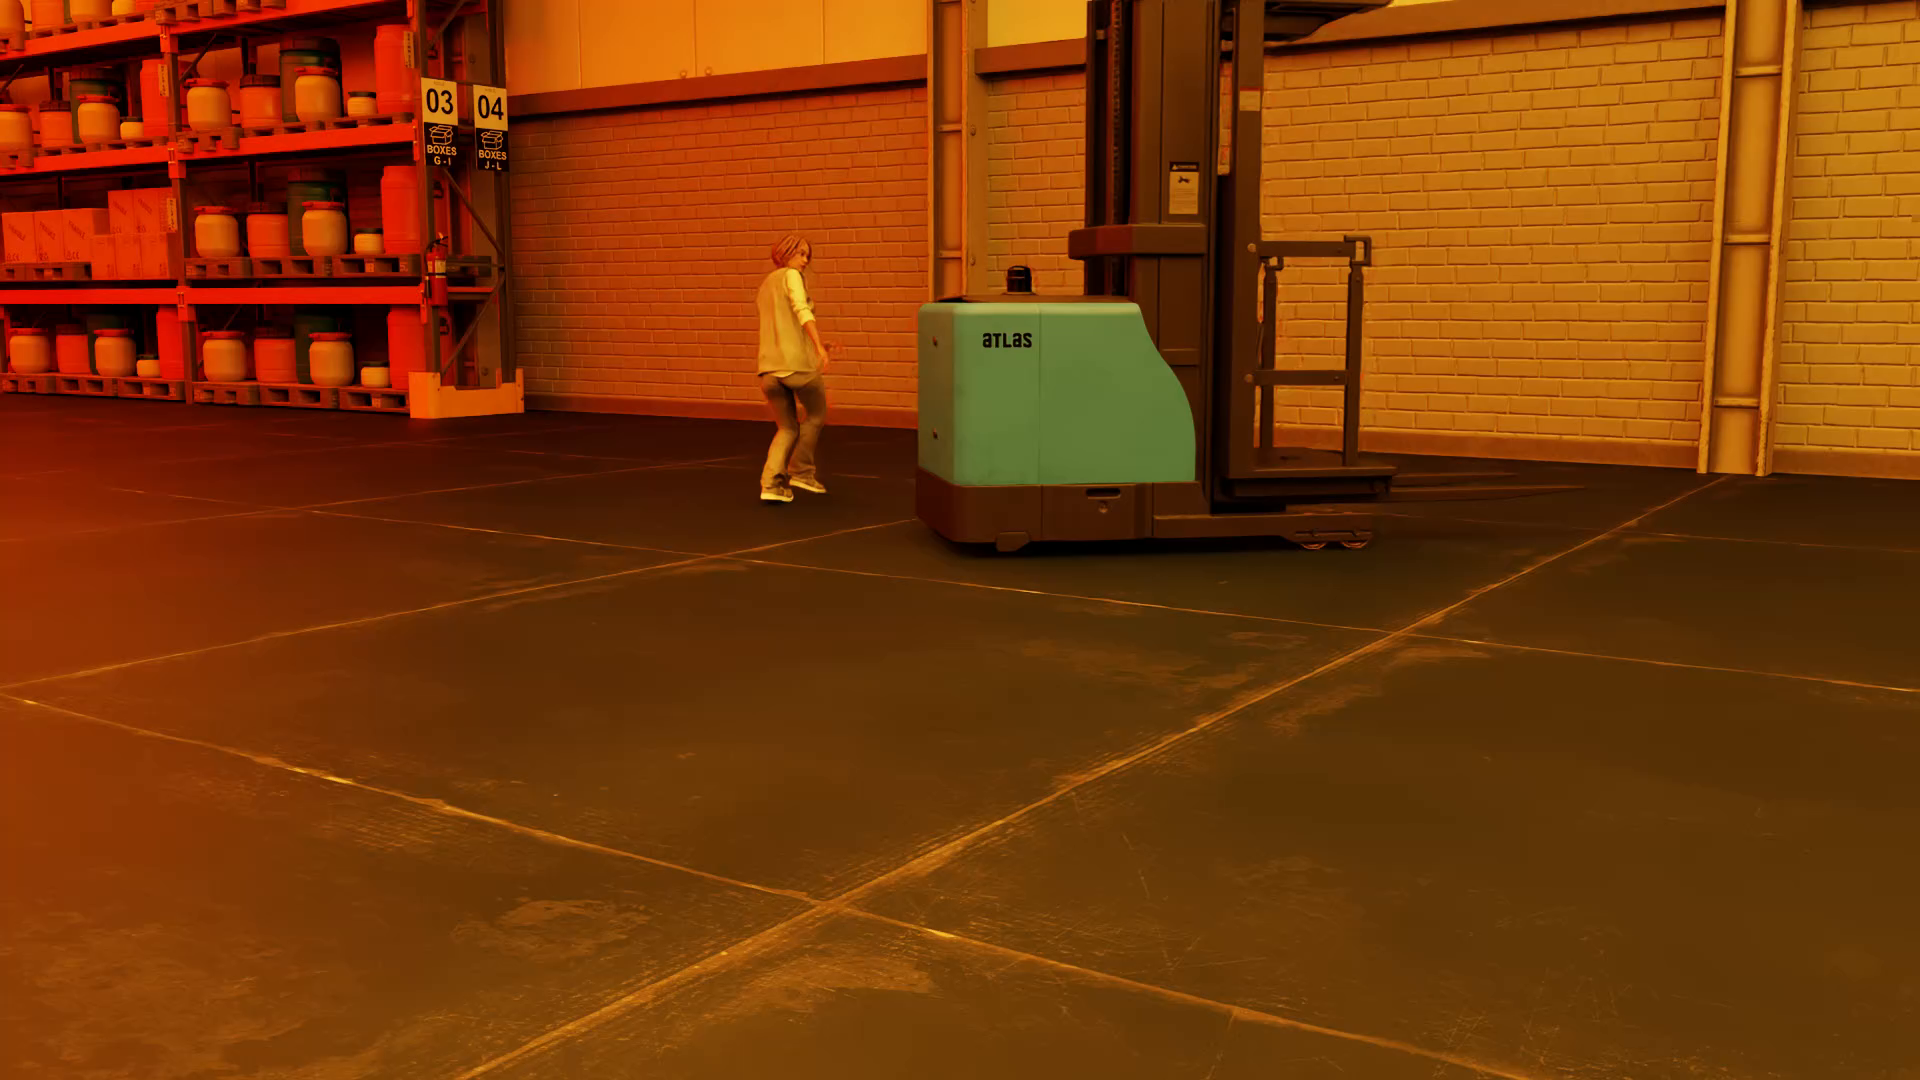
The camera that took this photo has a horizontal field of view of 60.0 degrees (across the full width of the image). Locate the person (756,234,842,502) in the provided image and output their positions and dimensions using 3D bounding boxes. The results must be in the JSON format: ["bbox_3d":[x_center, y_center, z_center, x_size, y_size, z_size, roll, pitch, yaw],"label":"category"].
[{"bbox_3d":[-0.819,-0.938,9.087,0.645,1.448,0.730,5,10,32],"label":"person"}]

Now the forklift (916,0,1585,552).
[{"bbox_3d":[1.359,-1.478,7.586,3.031,2.935,1.130,-2,8,-11],"label":"forklift"}]
